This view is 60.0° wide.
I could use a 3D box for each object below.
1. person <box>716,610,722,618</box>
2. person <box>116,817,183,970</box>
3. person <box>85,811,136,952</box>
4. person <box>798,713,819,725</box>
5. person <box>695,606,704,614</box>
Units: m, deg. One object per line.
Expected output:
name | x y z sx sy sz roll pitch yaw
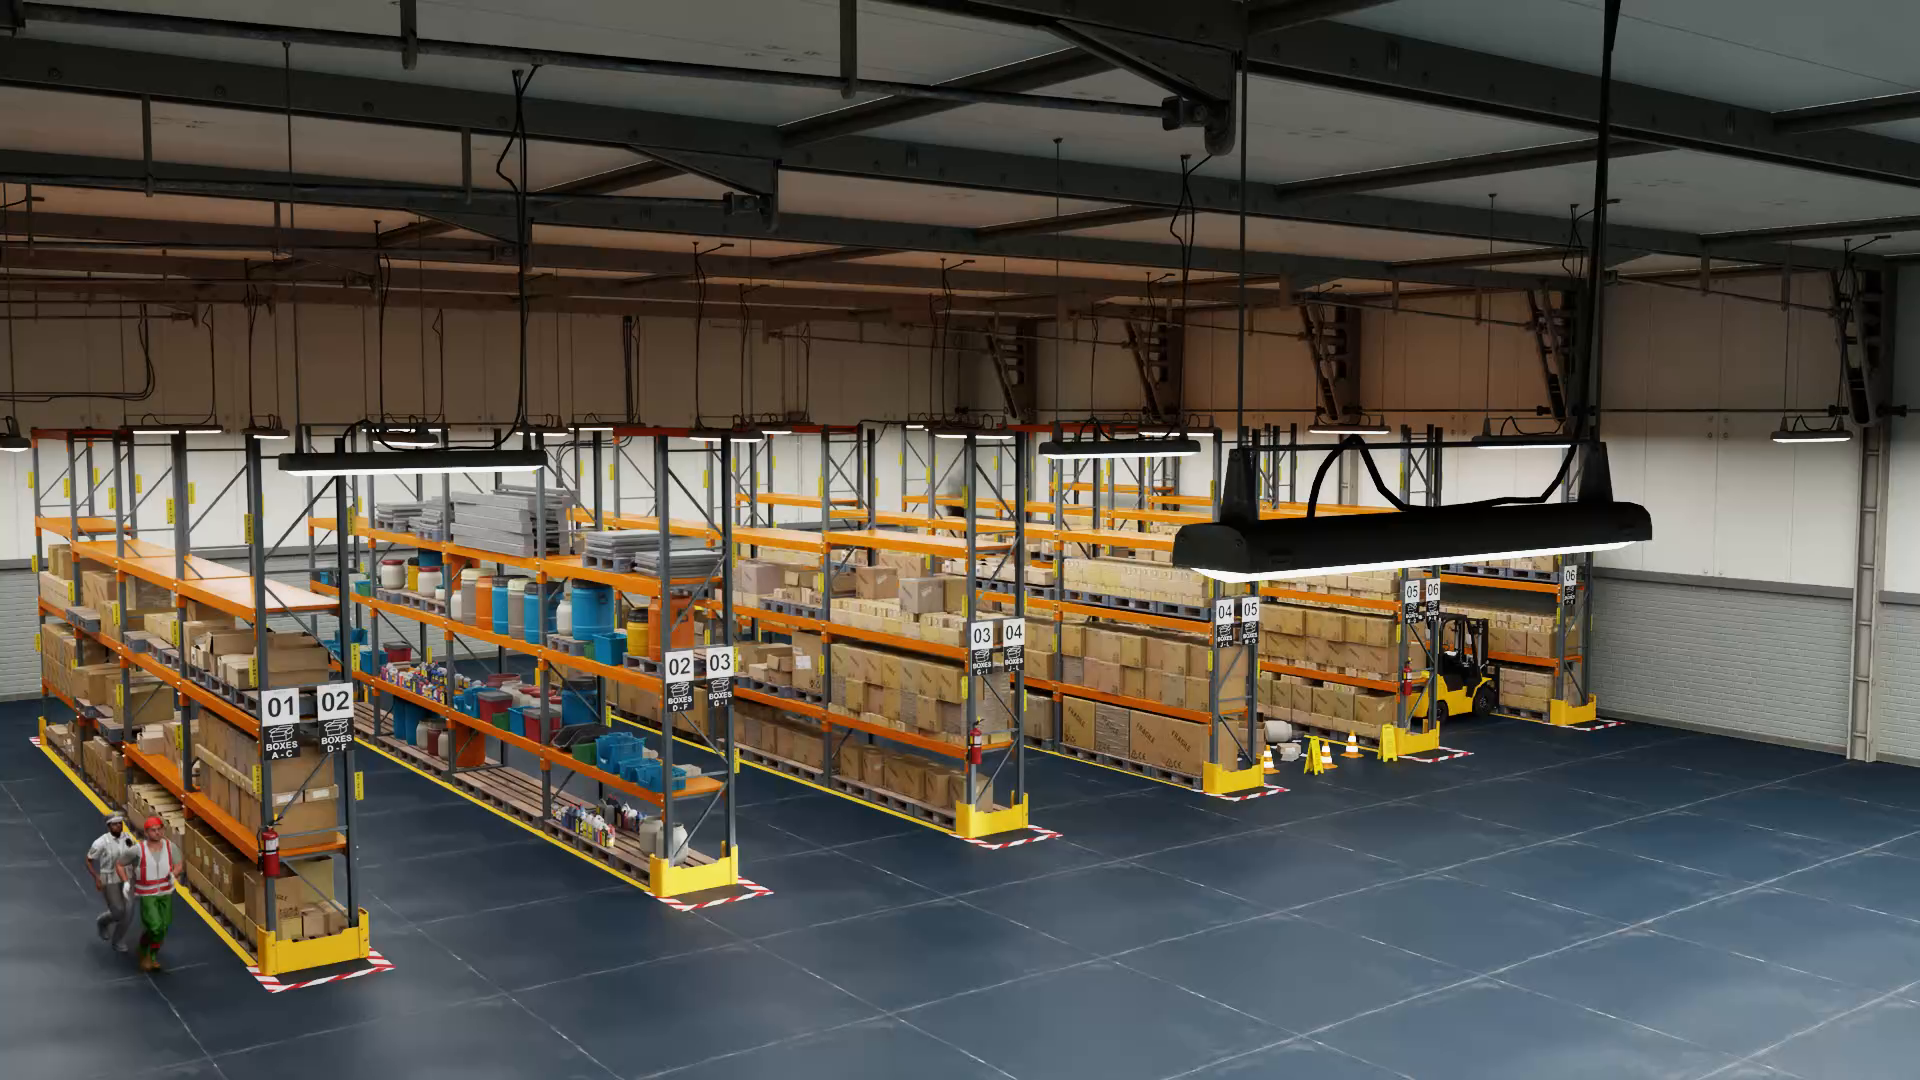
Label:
person | -6.217 2.231 41.135 0.587 1.700 0.902 -4 6 -44
person | -9.024 3.976 18.658 0.623 1.738 0.637 4 6 43
person | -9.848 3.982 19.436 0.558 1.658 0.574 4 6 38
person | -2.936 2.859 32.646 0.653 1.760 0.968 -4 6 -42
person | -6.187 2.406 39.214 0.760 1.724 0.694 -1 5 -10
